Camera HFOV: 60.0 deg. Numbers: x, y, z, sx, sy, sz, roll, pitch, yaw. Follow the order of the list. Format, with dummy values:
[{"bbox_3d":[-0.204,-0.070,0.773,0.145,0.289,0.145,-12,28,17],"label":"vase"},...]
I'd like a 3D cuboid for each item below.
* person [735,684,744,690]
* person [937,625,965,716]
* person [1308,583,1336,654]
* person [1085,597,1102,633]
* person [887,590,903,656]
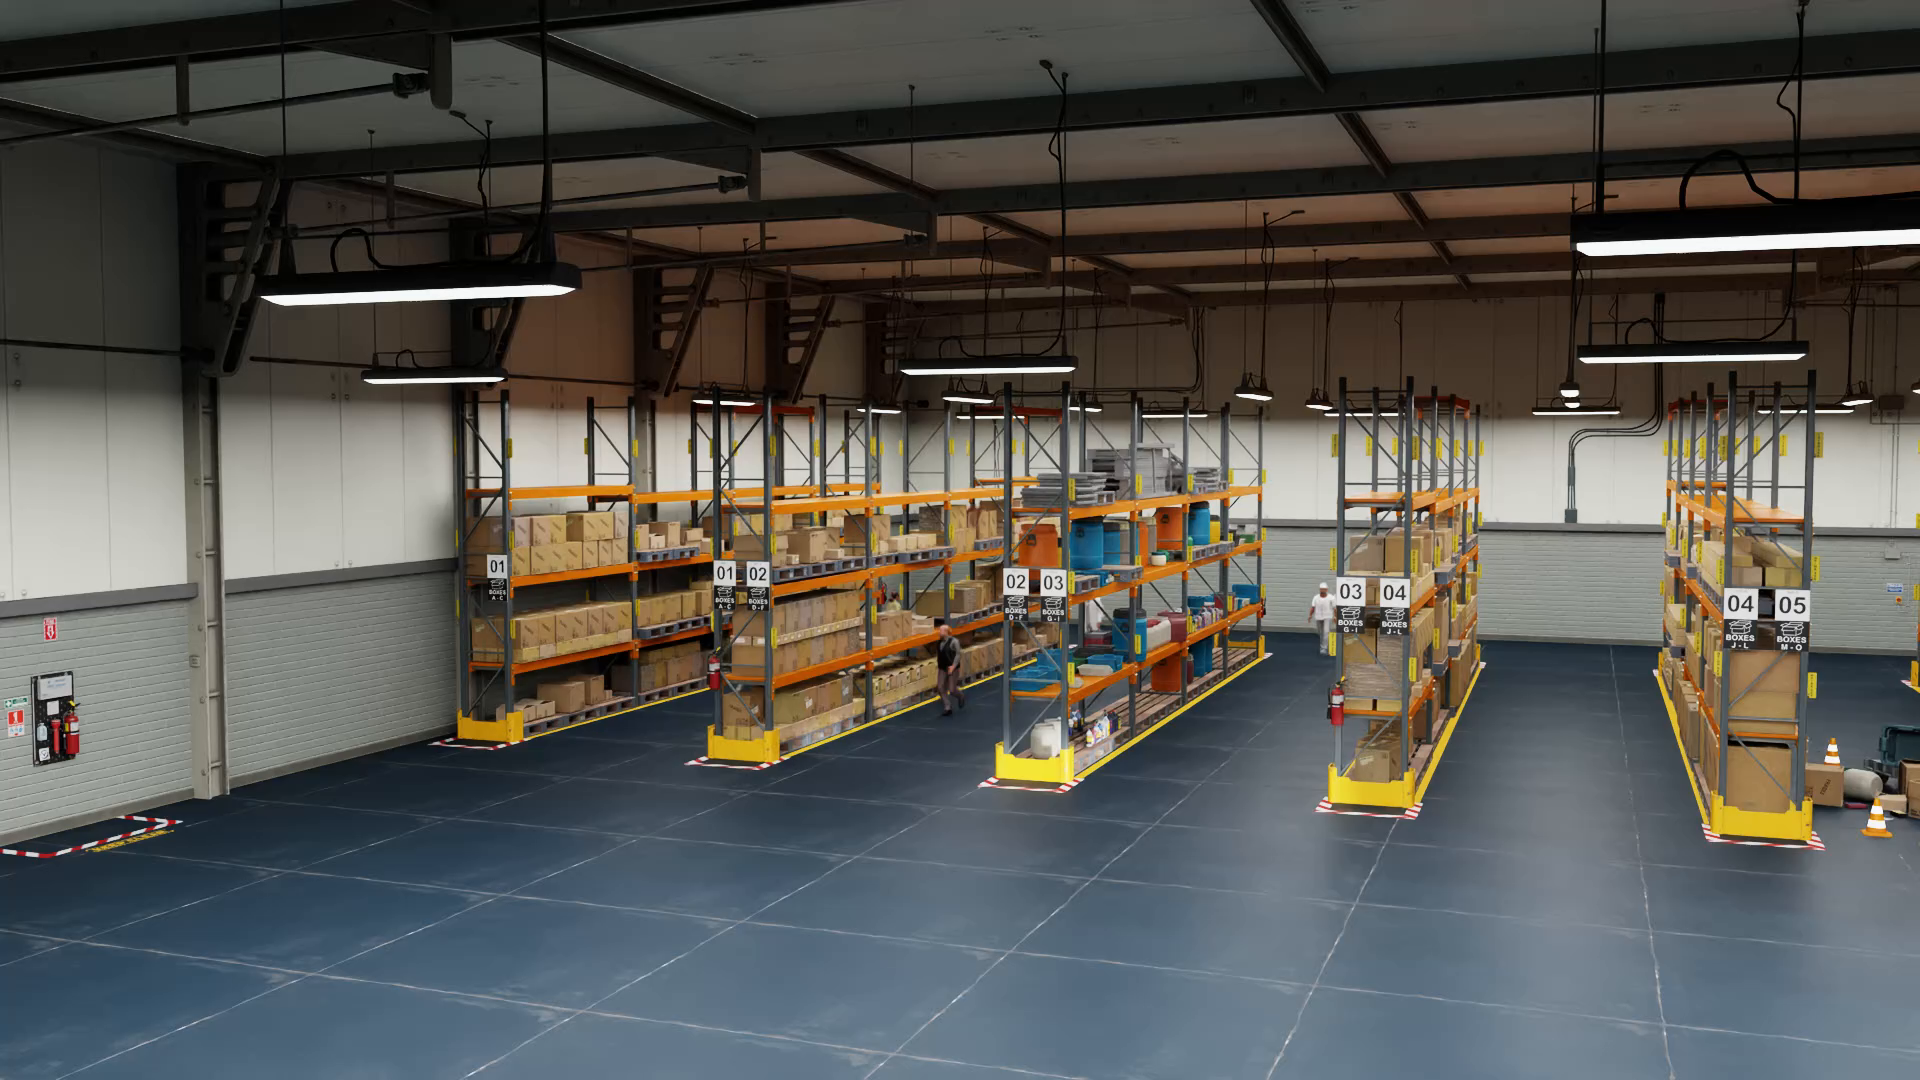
[{"bbox_3d":[-4.323,2.259,34.421,0.497,1.610,0.937,0,3,8],"label":"person"},{"bbox_3d":[-0.193,2.440,31.311,0.597,1.695,0.630,2,4,36],"label":"person"},{"bbox_3d":[8.837,1.897,40.509,0.653,1.704,1.077,1,3,23],"label":"person"},{"bbox_3d":[3.128,1.942,39.730,0.581,1.728,1.080,1,3,17],"label":"person"},{"bbox_3d":[-1.473,1.926,38.642,0.624,1.514,0.487,-2,4,-38],"label":"person"}]
